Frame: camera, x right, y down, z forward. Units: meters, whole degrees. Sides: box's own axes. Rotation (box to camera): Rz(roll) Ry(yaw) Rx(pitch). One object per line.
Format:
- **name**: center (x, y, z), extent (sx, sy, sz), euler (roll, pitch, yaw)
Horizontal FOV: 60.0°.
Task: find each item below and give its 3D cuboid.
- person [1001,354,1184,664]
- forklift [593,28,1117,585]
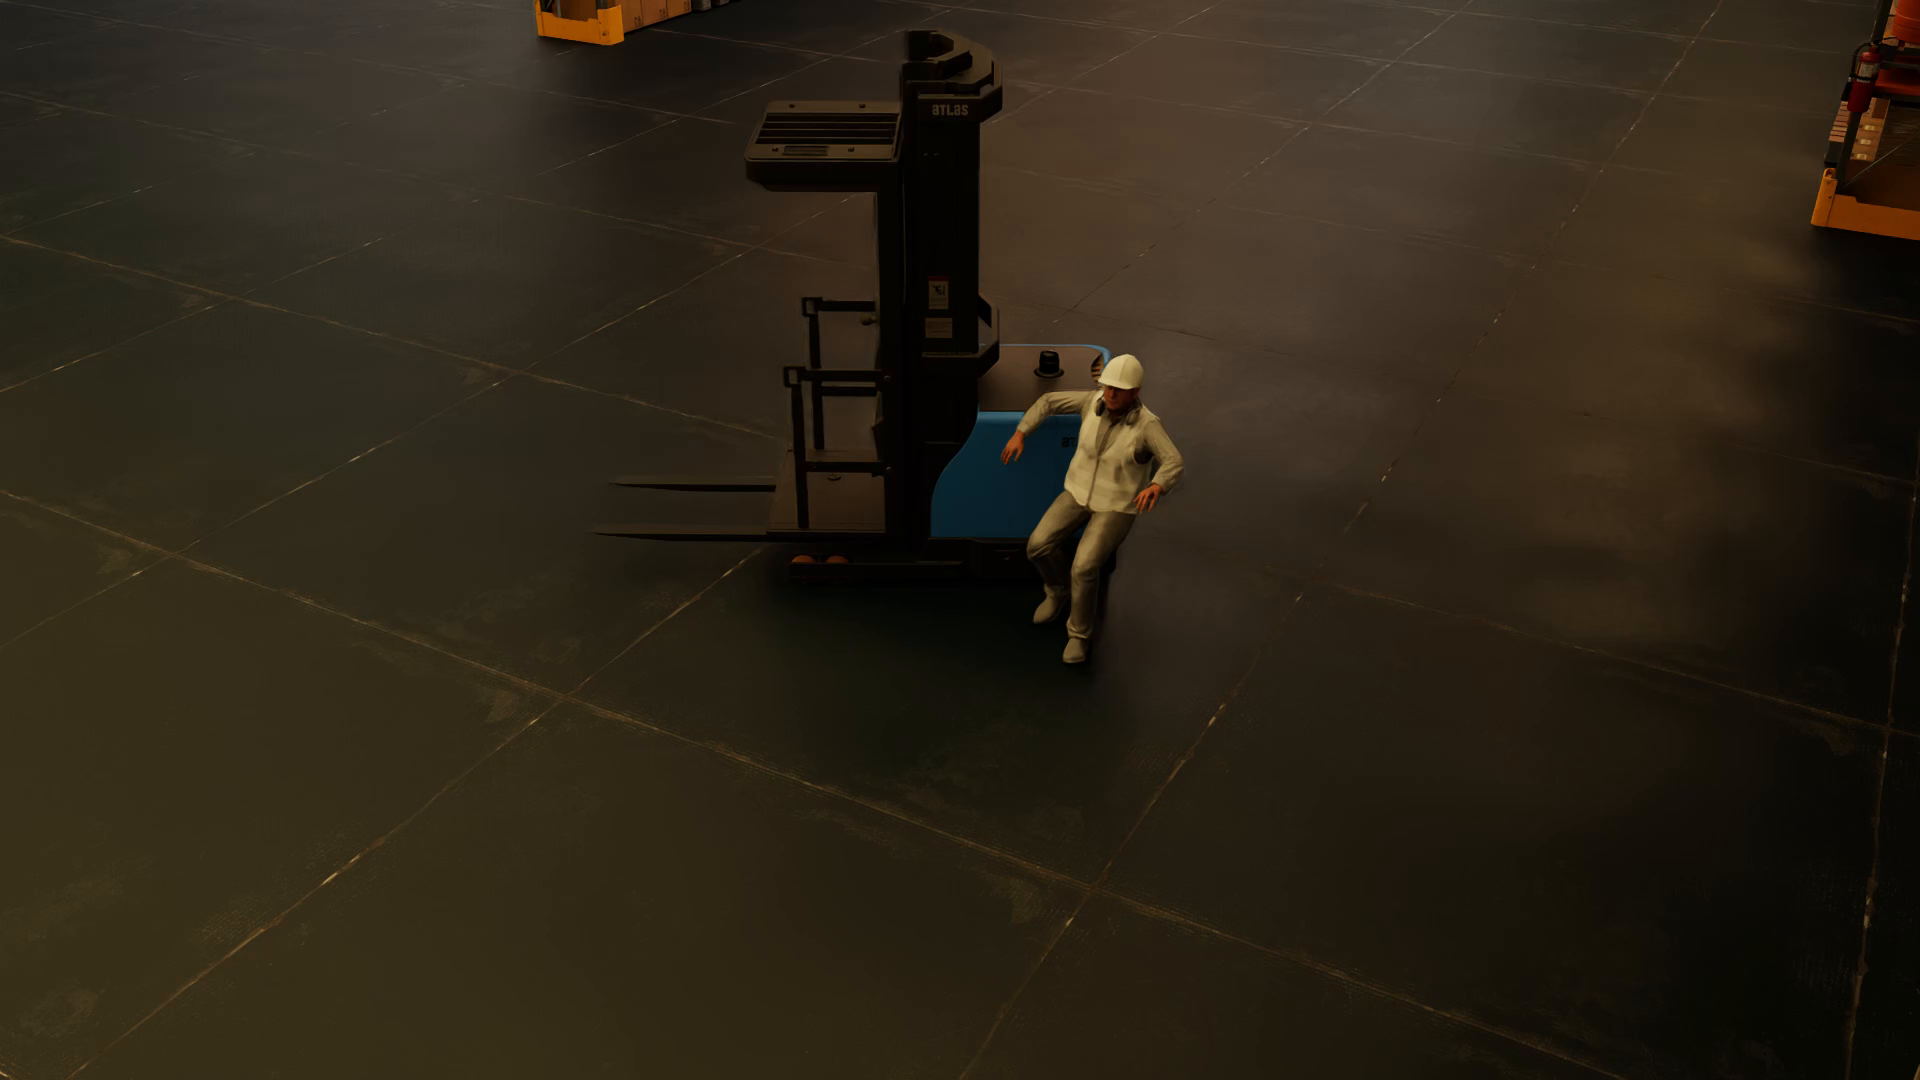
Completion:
- **person**: center (0.649, -0.190, 8.800), extent (1.044, 1.547, 0.880), euler (15, 33, 25)
- **forklift**: center (-0.610, -1.275, 9.279), extent (3.031, 2.935, 1.130), euler (0, 30, 1)
